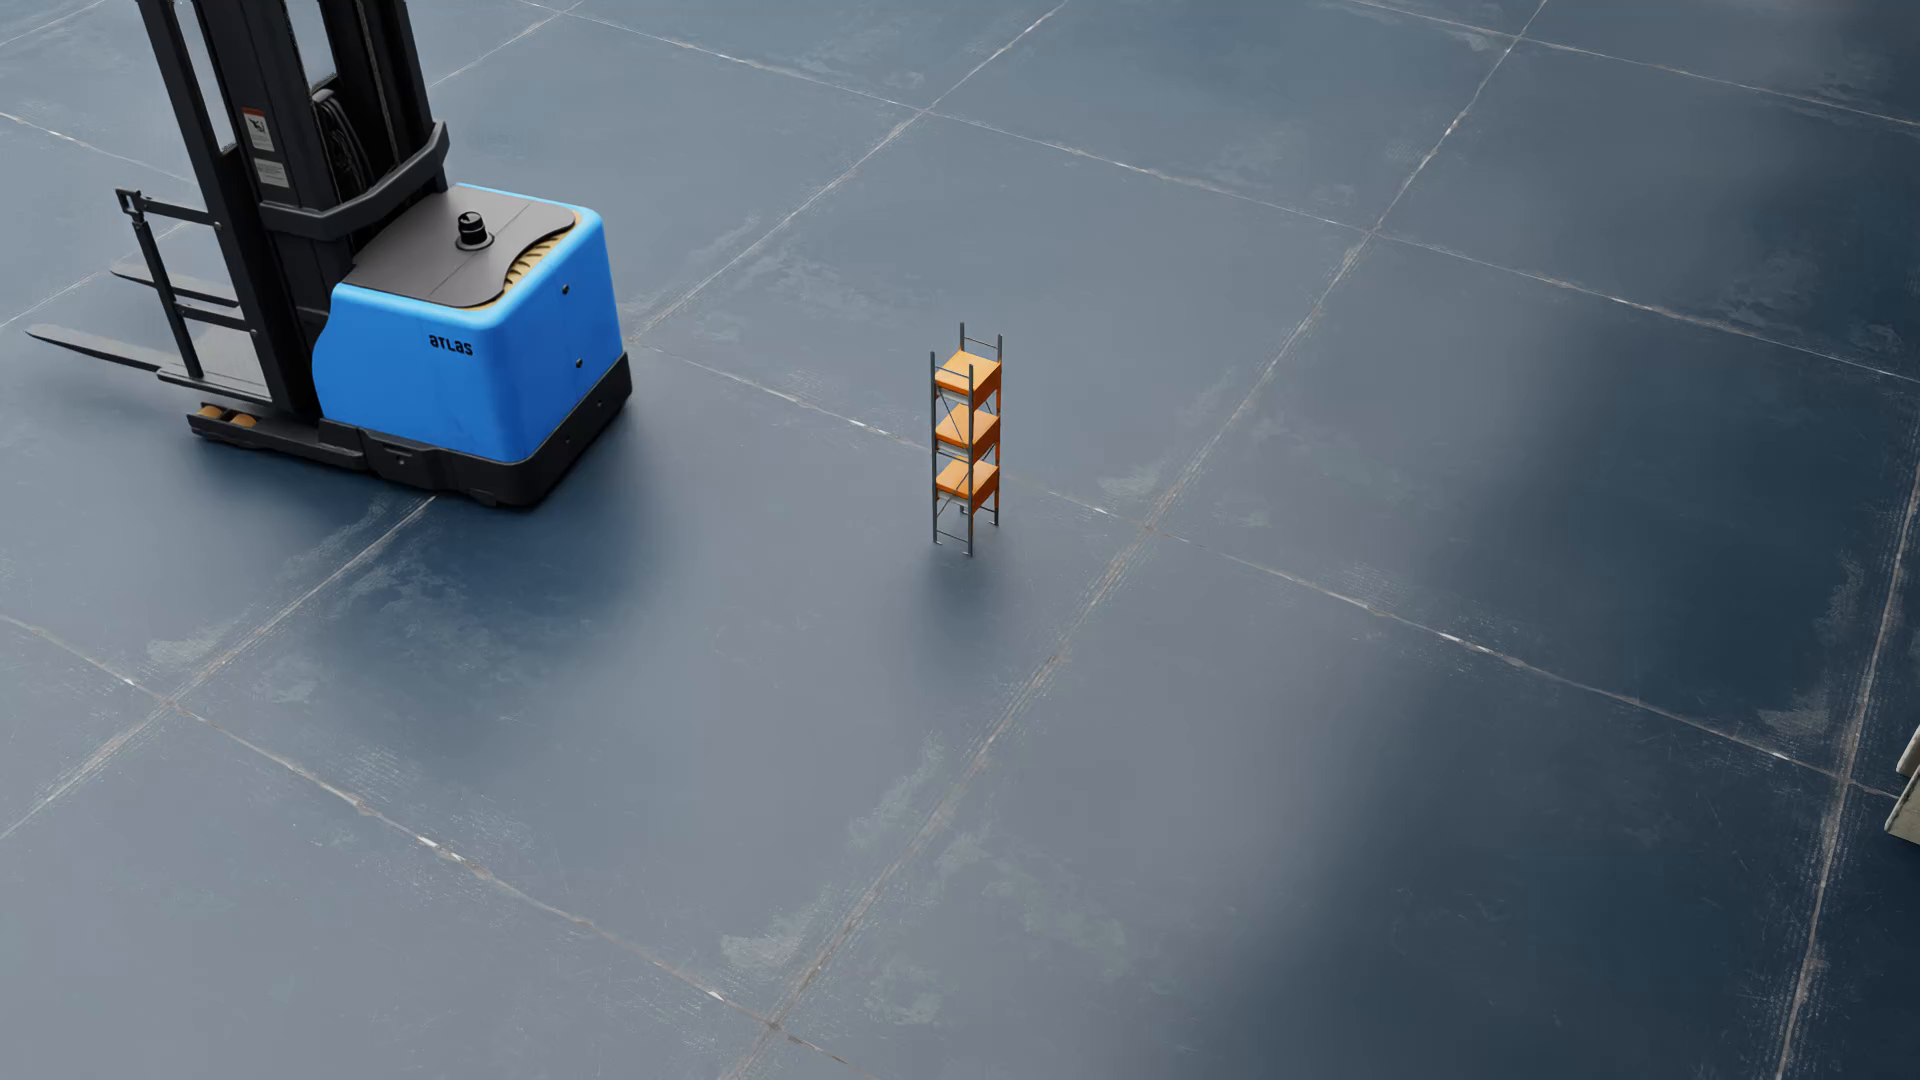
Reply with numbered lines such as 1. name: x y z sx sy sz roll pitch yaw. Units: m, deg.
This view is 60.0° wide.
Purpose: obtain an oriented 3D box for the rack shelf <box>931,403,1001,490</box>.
1. rack shelf: 0.027 -0.417 7.260 0.215 0.259 0.240 21 45 22

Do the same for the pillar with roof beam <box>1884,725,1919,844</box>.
1. pillar with roof beam: 0.013 -3.758 5.024 9.100 9.000 0.400 21 45 22

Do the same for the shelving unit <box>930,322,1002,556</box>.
1. shelving unit: 0.027 -0.425 7.253 0.215 1.050 0.252 21 45 22

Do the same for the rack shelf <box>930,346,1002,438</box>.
1. rack shelf: 0.027 -0.630 7.073 0.215 0.259 0.240 21 45 22

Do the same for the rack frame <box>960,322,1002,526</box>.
1. rack frame: 0.088 -0.494 7.333 0.200 1.050 0.008 21 45 22

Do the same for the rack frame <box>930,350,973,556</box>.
1. rack frame: -0.034 -0.355 7.174 0.200 1.050 0.008 21 45 22

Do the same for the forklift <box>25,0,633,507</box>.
1. forklift: -3.208 -1.855 7.454 3.031 2.935 1.130 14 43 15

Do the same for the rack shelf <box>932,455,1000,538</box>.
1. rack shelf: 0.027 -0.208 7.444 0.215 0.259 0.240 21 45 22
